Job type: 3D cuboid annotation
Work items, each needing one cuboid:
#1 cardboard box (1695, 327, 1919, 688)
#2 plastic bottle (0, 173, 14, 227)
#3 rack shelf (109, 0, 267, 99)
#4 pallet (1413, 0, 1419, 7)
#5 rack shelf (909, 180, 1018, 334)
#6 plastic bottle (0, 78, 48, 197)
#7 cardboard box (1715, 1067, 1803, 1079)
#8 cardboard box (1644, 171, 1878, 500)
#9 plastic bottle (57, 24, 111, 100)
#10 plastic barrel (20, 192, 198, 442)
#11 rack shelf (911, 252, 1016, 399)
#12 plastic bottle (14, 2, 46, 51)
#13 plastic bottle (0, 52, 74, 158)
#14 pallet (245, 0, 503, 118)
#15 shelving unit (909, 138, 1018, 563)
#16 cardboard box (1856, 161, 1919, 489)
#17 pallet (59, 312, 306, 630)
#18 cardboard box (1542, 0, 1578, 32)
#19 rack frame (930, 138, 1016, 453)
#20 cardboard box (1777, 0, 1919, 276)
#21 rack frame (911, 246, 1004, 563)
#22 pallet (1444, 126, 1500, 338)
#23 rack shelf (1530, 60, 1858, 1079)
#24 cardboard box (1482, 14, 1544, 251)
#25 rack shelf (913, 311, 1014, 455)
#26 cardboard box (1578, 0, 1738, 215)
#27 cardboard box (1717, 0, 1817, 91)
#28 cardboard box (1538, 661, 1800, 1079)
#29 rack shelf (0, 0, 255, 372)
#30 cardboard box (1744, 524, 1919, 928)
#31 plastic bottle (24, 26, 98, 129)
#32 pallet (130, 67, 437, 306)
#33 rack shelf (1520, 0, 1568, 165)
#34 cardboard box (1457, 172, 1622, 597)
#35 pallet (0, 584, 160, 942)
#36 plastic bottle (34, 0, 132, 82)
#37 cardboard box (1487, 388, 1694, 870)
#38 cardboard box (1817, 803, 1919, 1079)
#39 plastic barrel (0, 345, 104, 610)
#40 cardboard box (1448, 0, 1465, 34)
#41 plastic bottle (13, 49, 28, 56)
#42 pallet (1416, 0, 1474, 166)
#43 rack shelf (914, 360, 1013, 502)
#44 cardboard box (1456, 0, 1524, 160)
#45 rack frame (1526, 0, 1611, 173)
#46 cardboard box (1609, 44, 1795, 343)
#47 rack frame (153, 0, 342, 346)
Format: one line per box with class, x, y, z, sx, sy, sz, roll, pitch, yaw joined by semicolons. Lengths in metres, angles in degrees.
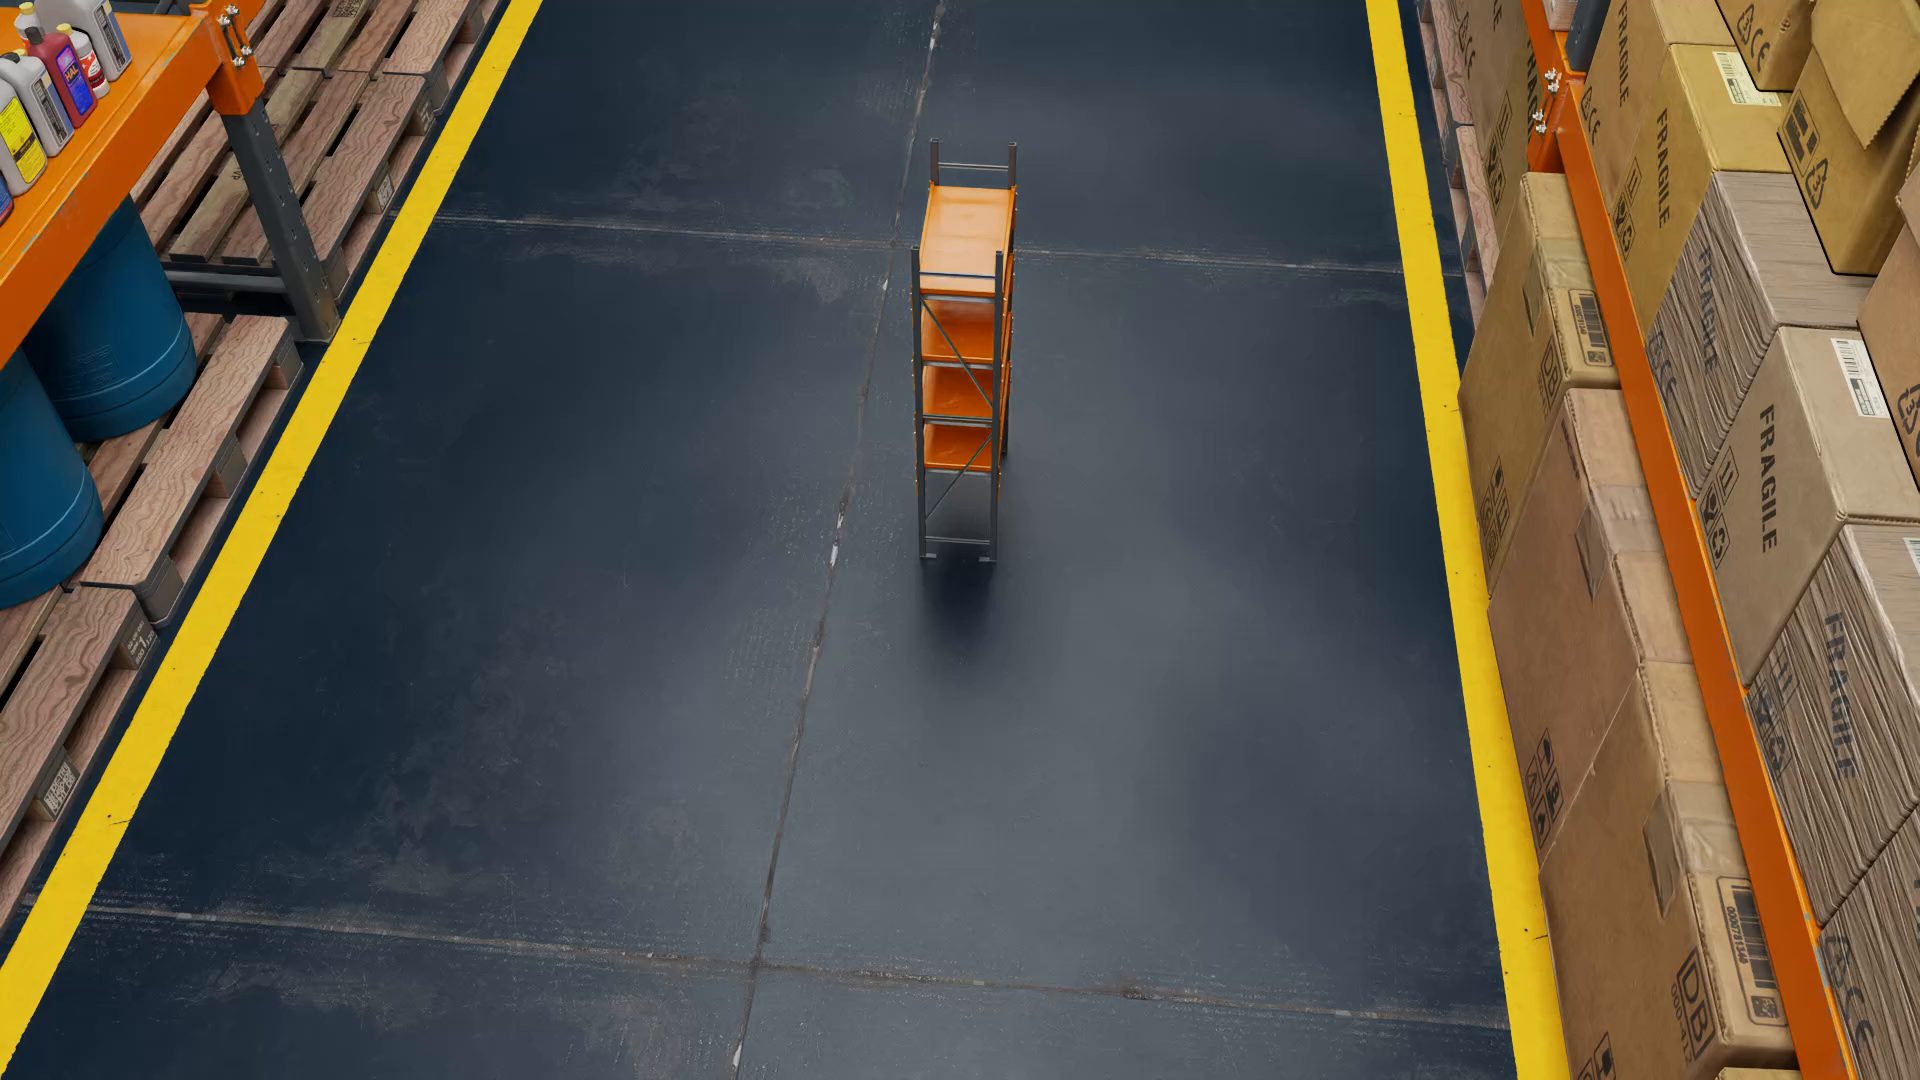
cardboard box;1.790;-0.042;3.188;0.500;0.500;0.500;5;48;4
plastic bottle;-2.493;-0.930;4.101;0.144;0.351;0.185;4;48;4
rack shelf;-2.536;-3.007;6.455;1.077;0.370;4.000;4;48;4
pallet;2.584;-2.852;7.716;1.003;0.211;1.213;4;48;4
rack shelf;0.015;-0.792;4.629;0.258;0.148;0.480;4;48;4
plastic bottle;-2.476;-1.066;4.225;0.144;0.351;0.185;4;48;4
cardboard box;1.933;1.562;2.944;1.225;0.875;0.875;2;48;2
cardboard box;1.832;-0.422;3.535;0.500;0.500;0.500;3;48;3
plastic bottle;-2.416;-1.314;4.554;0.097;0.201;0.097;0;48;0
plastic barrel;-2.785;-0.815;5.100;0.600;0.901;0.708;4;48;4
rack shelf;0.015;-0.632;4.803;0.258;0.148;0.480;4;48;4
plastic bottle;-2.558;-1.396;4.629;0.097;0.201;0.097;0;48;0
plastic bottle;-2.466;-1.158;4.361;0.152;0.276;0.135;4;48;4
pallet;-2.581;-2.281;7.193;1.003;0.211;1.213;4;48;4
shelving unit;0.015;-0.527;4.918;0.258;1.200;0.503;4;48;4
cardboard box;2.049;-0.388;2.824;0.797;0.503;0.637;5;48;5
pallet;-2.830;-0.274;5.358;1.003;0.211;1.213;4;48;4
cardboard box;1.916;-1.608;4.858;0.380;0.149;0.250;4;48;4
rack frame;0.037;-0.706;5.082;0.240;1.200;0.015;4;48;4
cardboard box;2.090;-0.846;3.243;0.797;0.503;0.637;4;48;4
rack frame;-0.007;-0.347;4.755;0.240;1.200;0.015;4;48;4
pallet;2.361;-1.059;6.076;1.003;0.211;1.213;4;48;4
rack shelf;2.032;0.266;3.462;1.077;0.370;4.000;4;48;4
cardboard box;2.354;-1.351;5.608;0.875;0.875;0.875;4;48;4
rack shelf;0.015;-0.481;4.968;0.258;0.148;0.480;4;48;4
cardboard box;1.923;-1.159;4.210;0.500;0.500;0.500;4;48;4
cardboard box;2.164;-1.349;3.704;0.797;0.503;0.637;3;48;3
cardboard box;2.022;0.908;3.542;1.225;0.875;0.875;4;48;4
rack shelf;-2.901;-0.067;3.766;1.077;0.370;4.000;4;48;4
cardboard box;1.743;0.332;2.846;0.500;0.500;0.500;2;48;2
plastic bottle;-2.408;-1.256;4.445;0.061;0.283;0.133;4;48;4
pallet;-2.690;-1.382;6.371;1.003;0.211;1.213;4;48;4
rack shelf;2.396;-2.674;6.150;1.077;0.370;4.000;4;48;4
cardboard box;2.176;-0.400;4.738;1.225;0.875;0.875;4;48;4
pallet;-2.939;0.624;4.536;1.003;0.211;1.213;4;48;4
plastic bottle;-2.432;-1.427;4.606;0.152;0.276;0.135;4;48;4
cardboard box;2.095;0.257;4.137;1.225;0.875;0.875;2;48;2
cardboard box;1.699;0.714;2.497;0.500;0.500;0.500;3;48;3
plastic barrel;-2.849;-0.294;4.624;0.600;0.901;0.708;4;48;4
cardboard box;2.517;-2.666;6.811;0.875;0.875;0.875;4;48;4
plastic bottle;-2.488;-1.220;4.468;0.097;0.201;0.097;0;48;0
pallet;2.470;-1.958;6.898;1.003;0.211;1.213;4;48;4
rack shelf;0.015;-0.347;5.115;0.258;0.148;0.480;4;48;4
cardboard box;2.436;-2.012;6.213;0.875;0.875;0.875;4;48;4
rack frame;2.214;-1.447;4.540;1.000;3.000;0.127;4;48;4
cardboard box;1.878;-0.790;3.872;0.500;0.500;0.500;4;48;4
rack frame;-2.718;-1.780;4.845;1.000;3.000;0.127;4;48;4
